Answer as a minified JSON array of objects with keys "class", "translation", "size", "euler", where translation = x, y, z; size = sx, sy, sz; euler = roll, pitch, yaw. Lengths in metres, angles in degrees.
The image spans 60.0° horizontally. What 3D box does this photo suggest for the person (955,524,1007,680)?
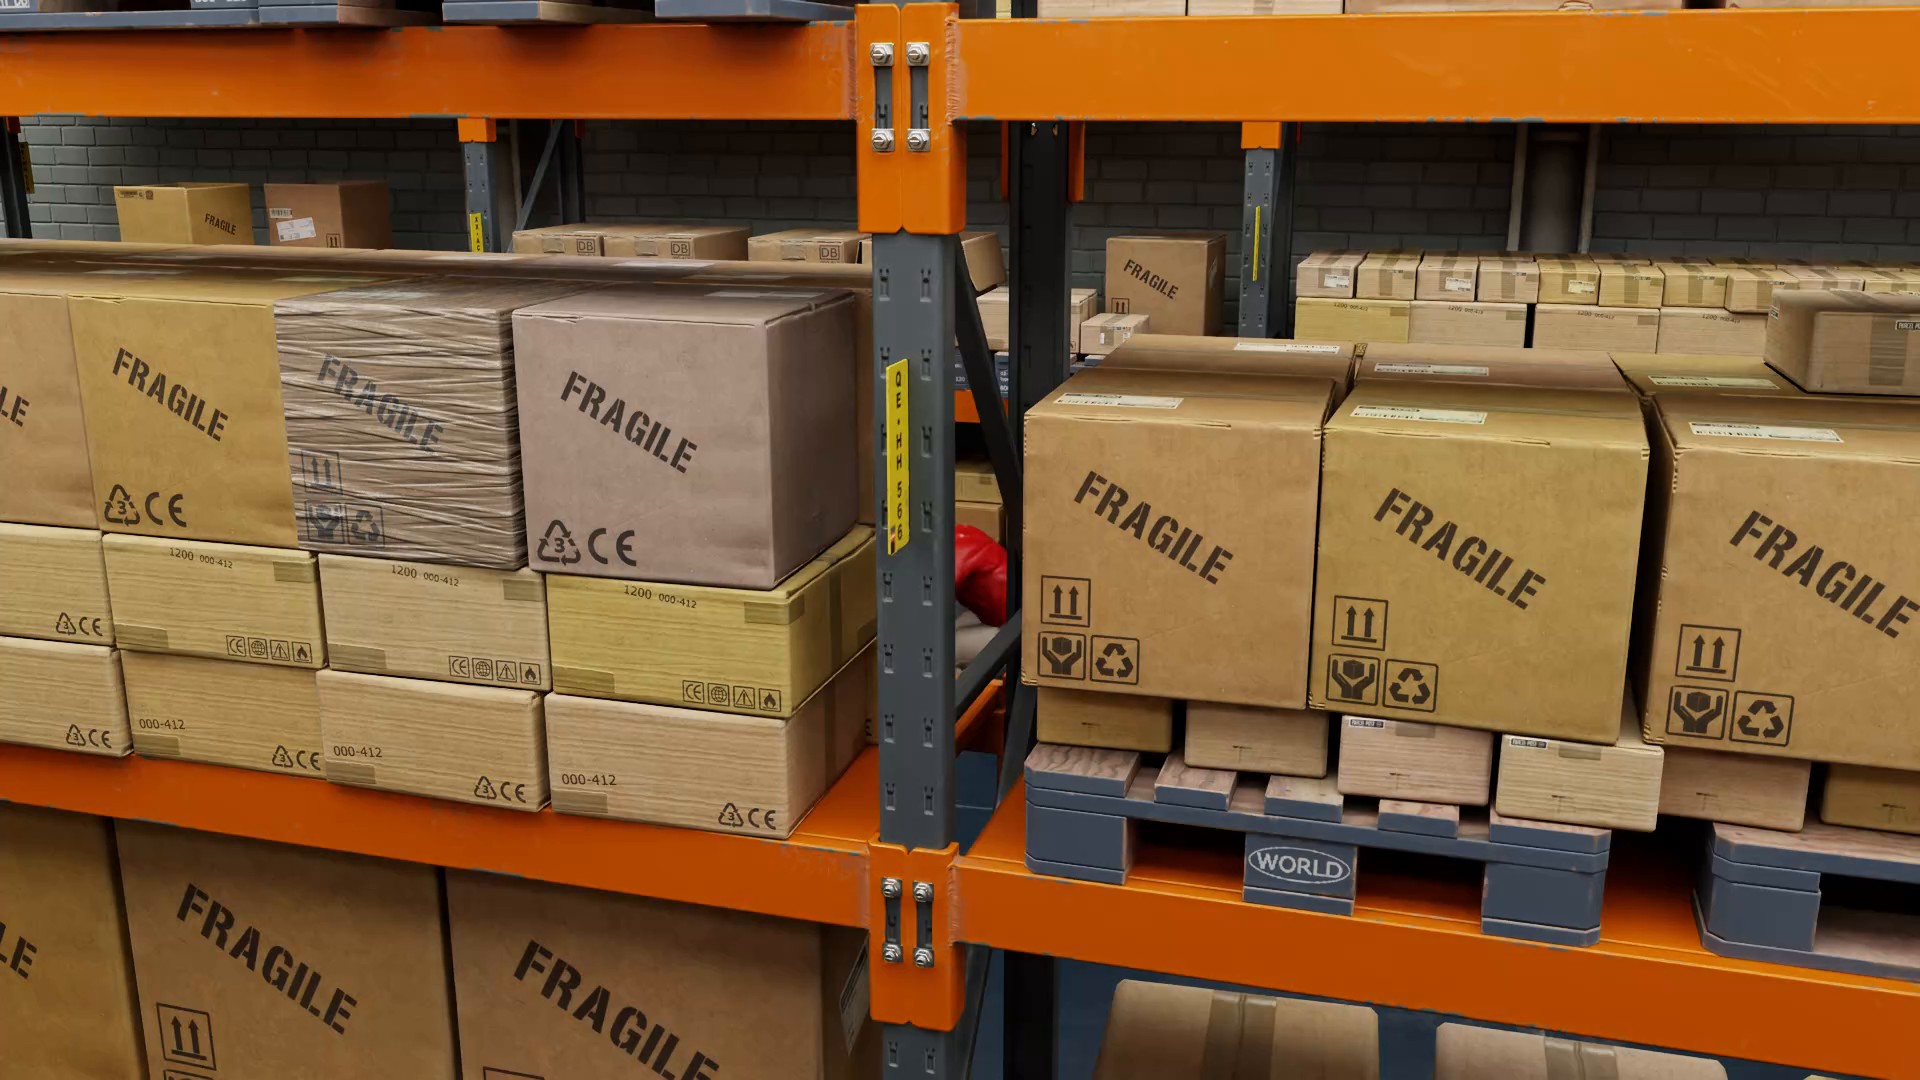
[{"class":"person","translation":[0.034,0.323,7.329],"size":[0.883,0.976,0.544],"euler":[4,15,15]}]
